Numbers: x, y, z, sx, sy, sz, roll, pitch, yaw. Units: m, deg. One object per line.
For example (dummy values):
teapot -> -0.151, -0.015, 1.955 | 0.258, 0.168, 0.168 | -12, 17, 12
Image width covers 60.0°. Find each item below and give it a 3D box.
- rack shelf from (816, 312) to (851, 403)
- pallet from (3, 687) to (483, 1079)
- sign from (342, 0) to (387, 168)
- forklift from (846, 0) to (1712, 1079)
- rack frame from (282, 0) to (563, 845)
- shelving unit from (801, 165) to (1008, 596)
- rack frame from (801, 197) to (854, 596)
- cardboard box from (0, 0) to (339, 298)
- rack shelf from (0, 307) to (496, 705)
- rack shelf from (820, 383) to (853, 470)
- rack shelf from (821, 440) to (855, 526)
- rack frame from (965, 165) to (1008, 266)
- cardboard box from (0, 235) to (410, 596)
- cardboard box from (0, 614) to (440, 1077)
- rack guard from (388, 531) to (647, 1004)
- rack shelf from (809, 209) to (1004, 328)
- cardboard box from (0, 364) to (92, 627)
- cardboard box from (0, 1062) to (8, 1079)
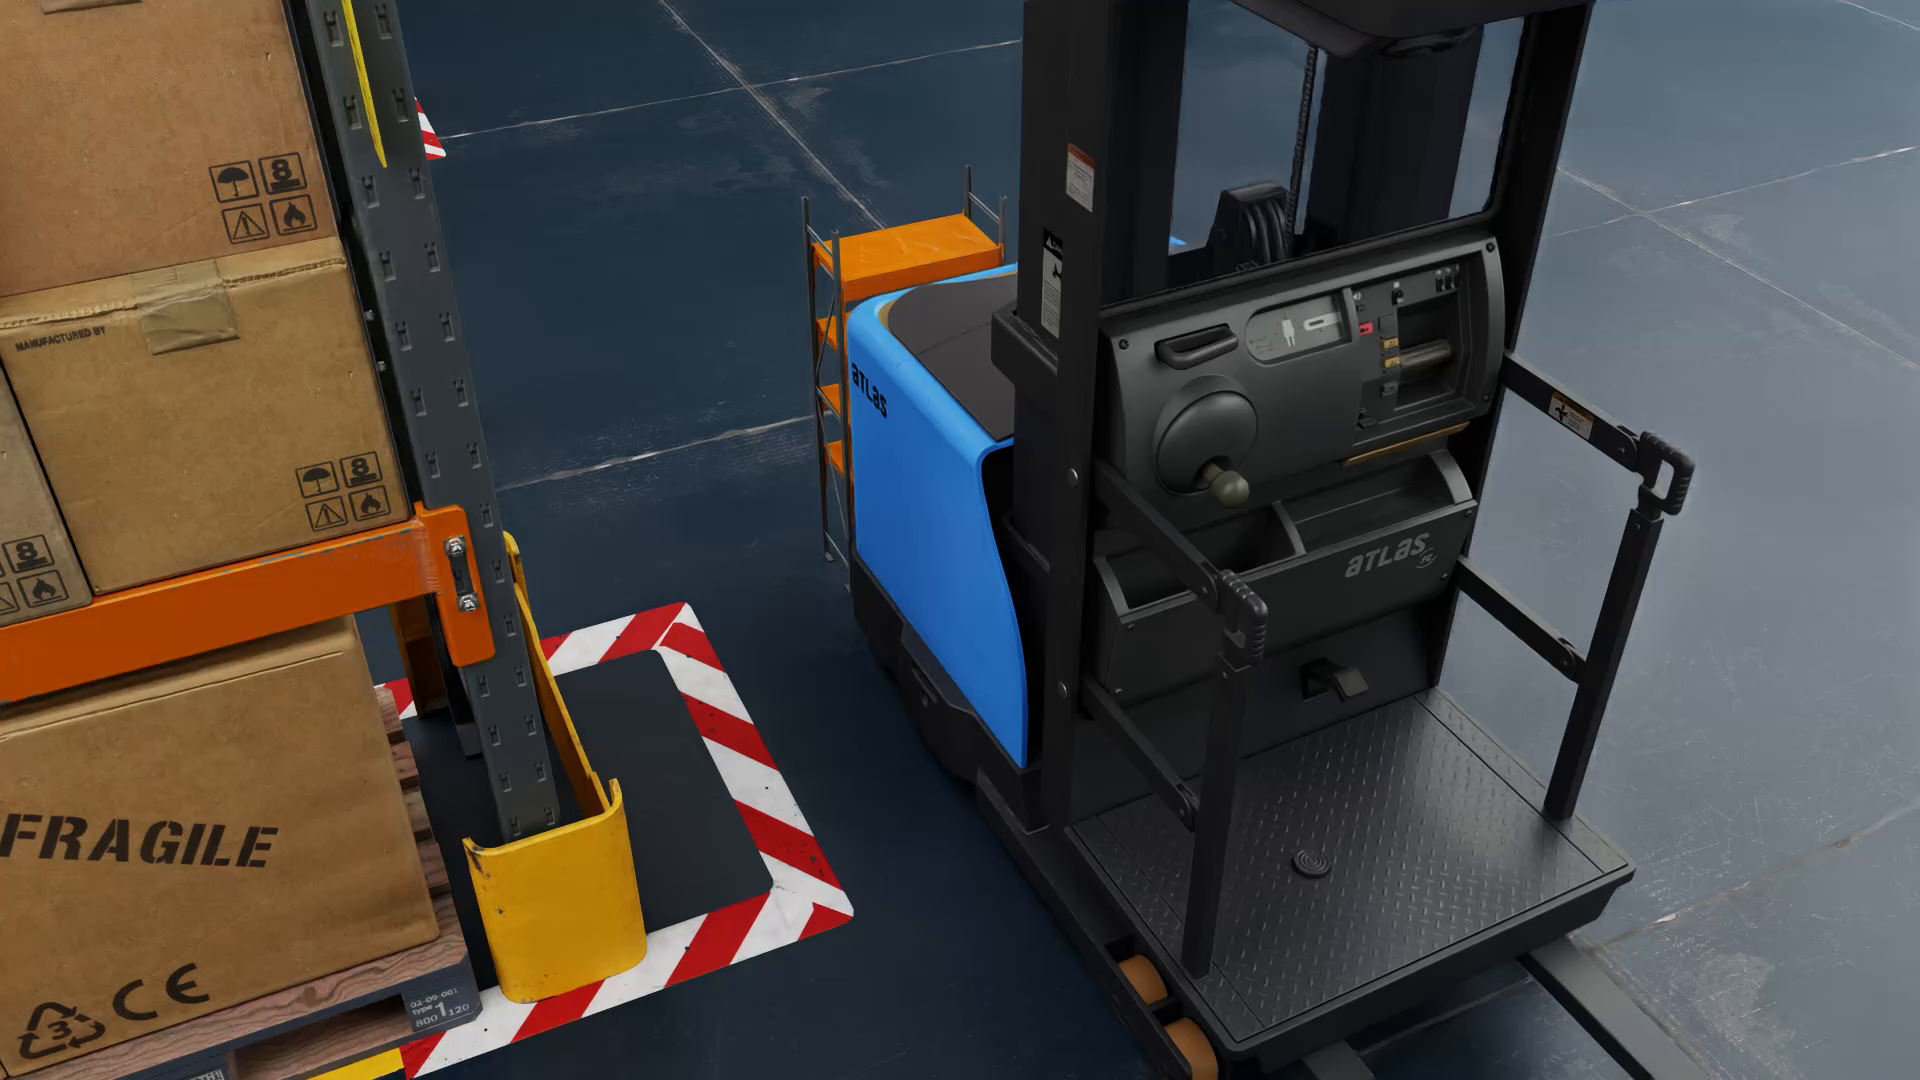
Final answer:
rack shelf -> -0.150, -0.566, 4.743 | 0.480, 0.148, 0.258 | -16, 39, -20
pallet -> -1.836, 0.885, 3.880 | 1.213, 0.211, 1.003 | -16, 39, -20
sign -> -0.928, -0.744, 2.564 | 0.005, 0.325, 0.100 | -16, 39, -20
forklift -> 0.807, -0.274, 3.159 | 1.130, 2.935, 3.031 | -17, 40, -21
rack frame -> -1.146, -0.479, 3.379 | 0.127, 3.000, 1.000 | -16, 39, -20
shelving unit -> -0.150, -0.440, 4.836 | 0.503, 1.200, 0.258 | -16, 39, -20
rack frame -> -0.371, -0.378, 4.753 | 0.015, 1.200, 0.240 | -16, 39, -20
cardboard box -> -1.498, -0.900, 2.914 | 0.550, 0.550, 0.875 | -16, 39, -20
rack shelf -> -2.956, 0.316, 2.910 | 4.000, 0.370, 1.077 | -16, 39, -20
rack shelf -> -0.150, -0.386, 4.876 | 0.480, 0.148, 0.258 | -16, 39, -20
rack shelf -> -0.150, -0.226, 4.994 | 0.480, 0.148, 0.258 | -16, 39, -20
rack frame -> 0.071, -0.502, 4.919 | 0.015, 1.200, 0.240 | -16, 39, -20
cardboard box -> -1.462, -0.421, 3.174 | 0.550, 0.550, 0.875 | -16, 39, -20
cardboard box -> -1.731, 0.413, 3.607 | 0.875, 0.875, 0.875 | -15, 39, -20
rack guard -> -1.124, 0.518, 4.131 | 0.348, 0.500, 1.175 | -16, 39, -20
rack shelf -> -0.150, -0.756, 4.602 | 0.480, 0.148, 0.258 | -16, 39, -20
cardboard box -> -1.951, -0.270, 2.971 | 0.550, 0.550, 0.875 | -16, 39, -20
cardboard box -> -2.527, 0.636, 3.305 | 0.875, 0.875, 0.875 | -16, 40, -21
